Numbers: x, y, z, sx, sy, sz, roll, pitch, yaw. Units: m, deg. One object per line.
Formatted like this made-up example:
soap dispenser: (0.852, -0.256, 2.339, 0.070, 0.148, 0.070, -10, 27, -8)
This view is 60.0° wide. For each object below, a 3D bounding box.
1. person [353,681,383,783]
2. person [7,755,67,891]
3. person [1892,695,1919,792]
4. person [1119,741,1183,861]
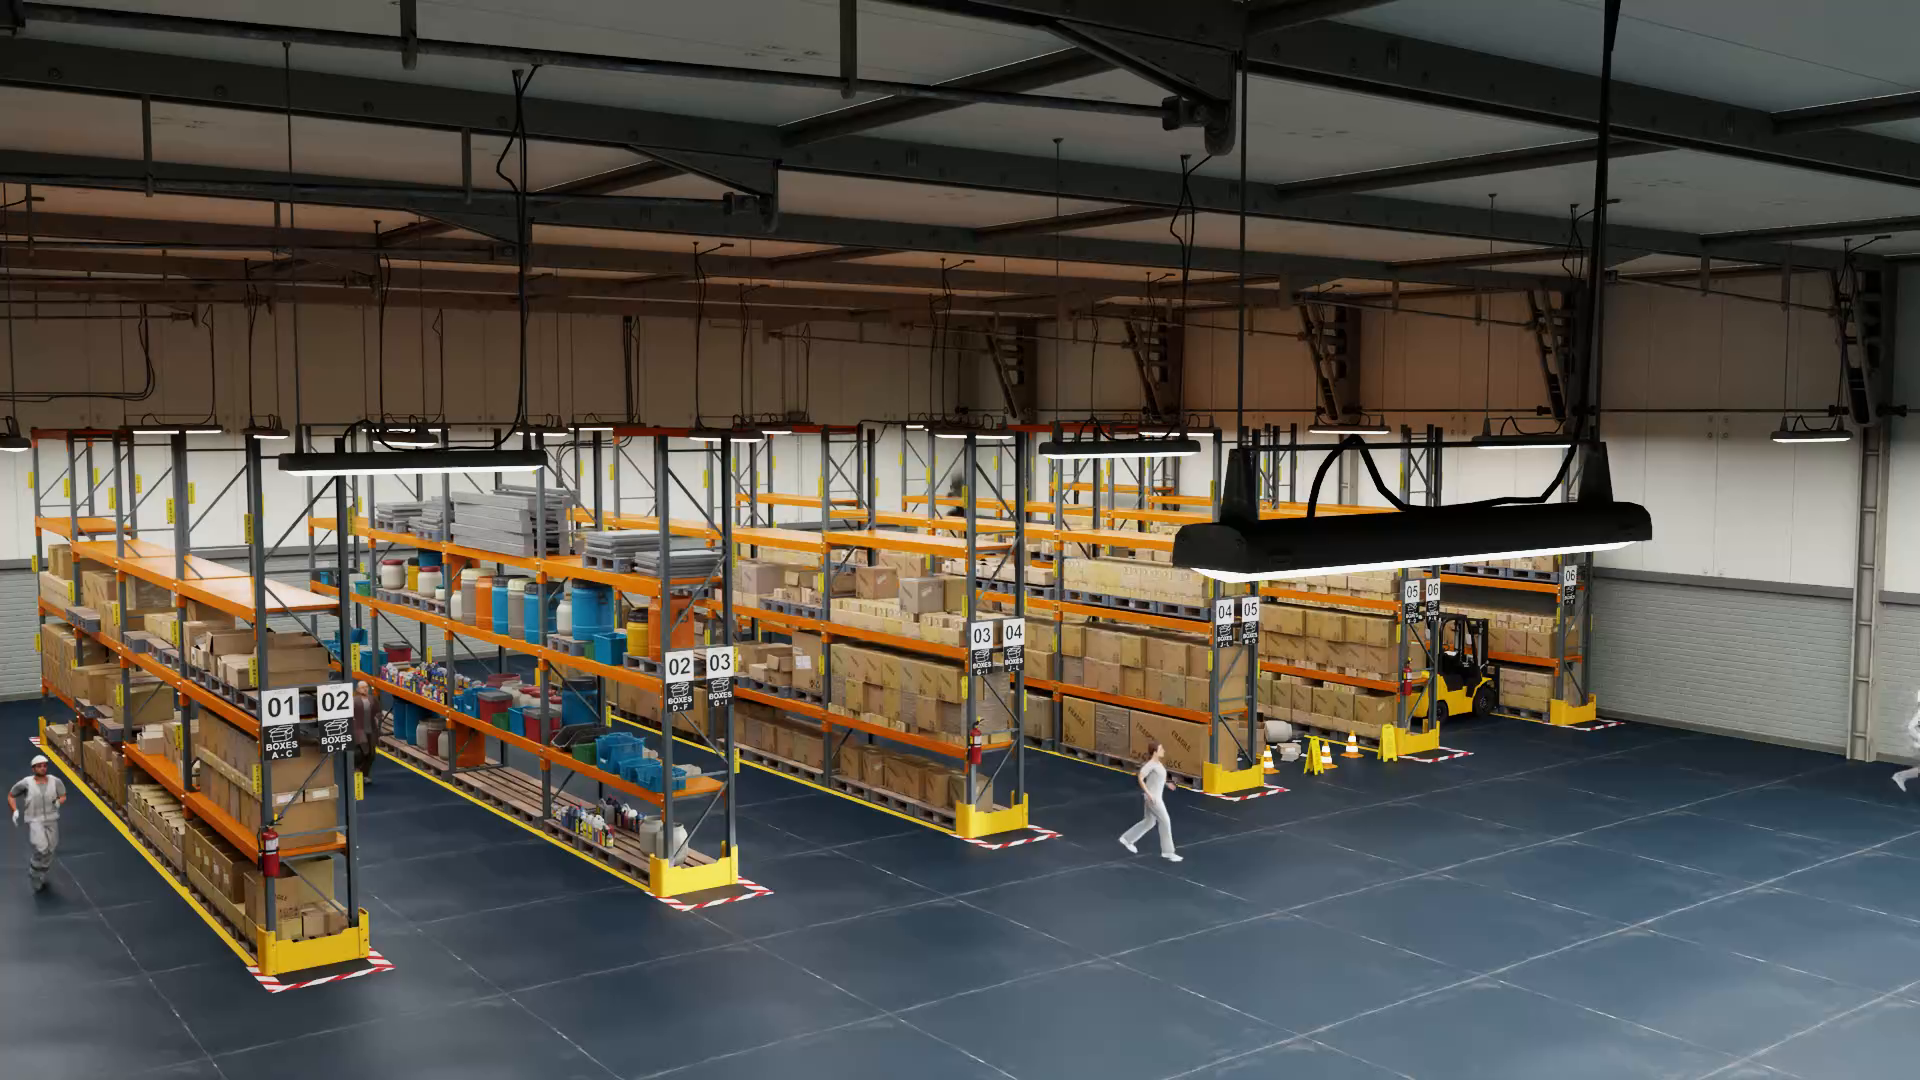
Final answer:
person: (-10.052, 3.255, 28.104, 0.619, 1.736, 0.699, 4, 6, 44)
person: (-12.066, 3.720, 21.861, 0.690, 1.775, 0.641, 4, 6, 40)
person: (15.576, 3.335, 26.872, 0.908, 1.750, 0.684, 4, 6, 42)
person: (2.692, 3.659, 23.417, 0.905, 1.682, 0.573, 1, 5, 10)
